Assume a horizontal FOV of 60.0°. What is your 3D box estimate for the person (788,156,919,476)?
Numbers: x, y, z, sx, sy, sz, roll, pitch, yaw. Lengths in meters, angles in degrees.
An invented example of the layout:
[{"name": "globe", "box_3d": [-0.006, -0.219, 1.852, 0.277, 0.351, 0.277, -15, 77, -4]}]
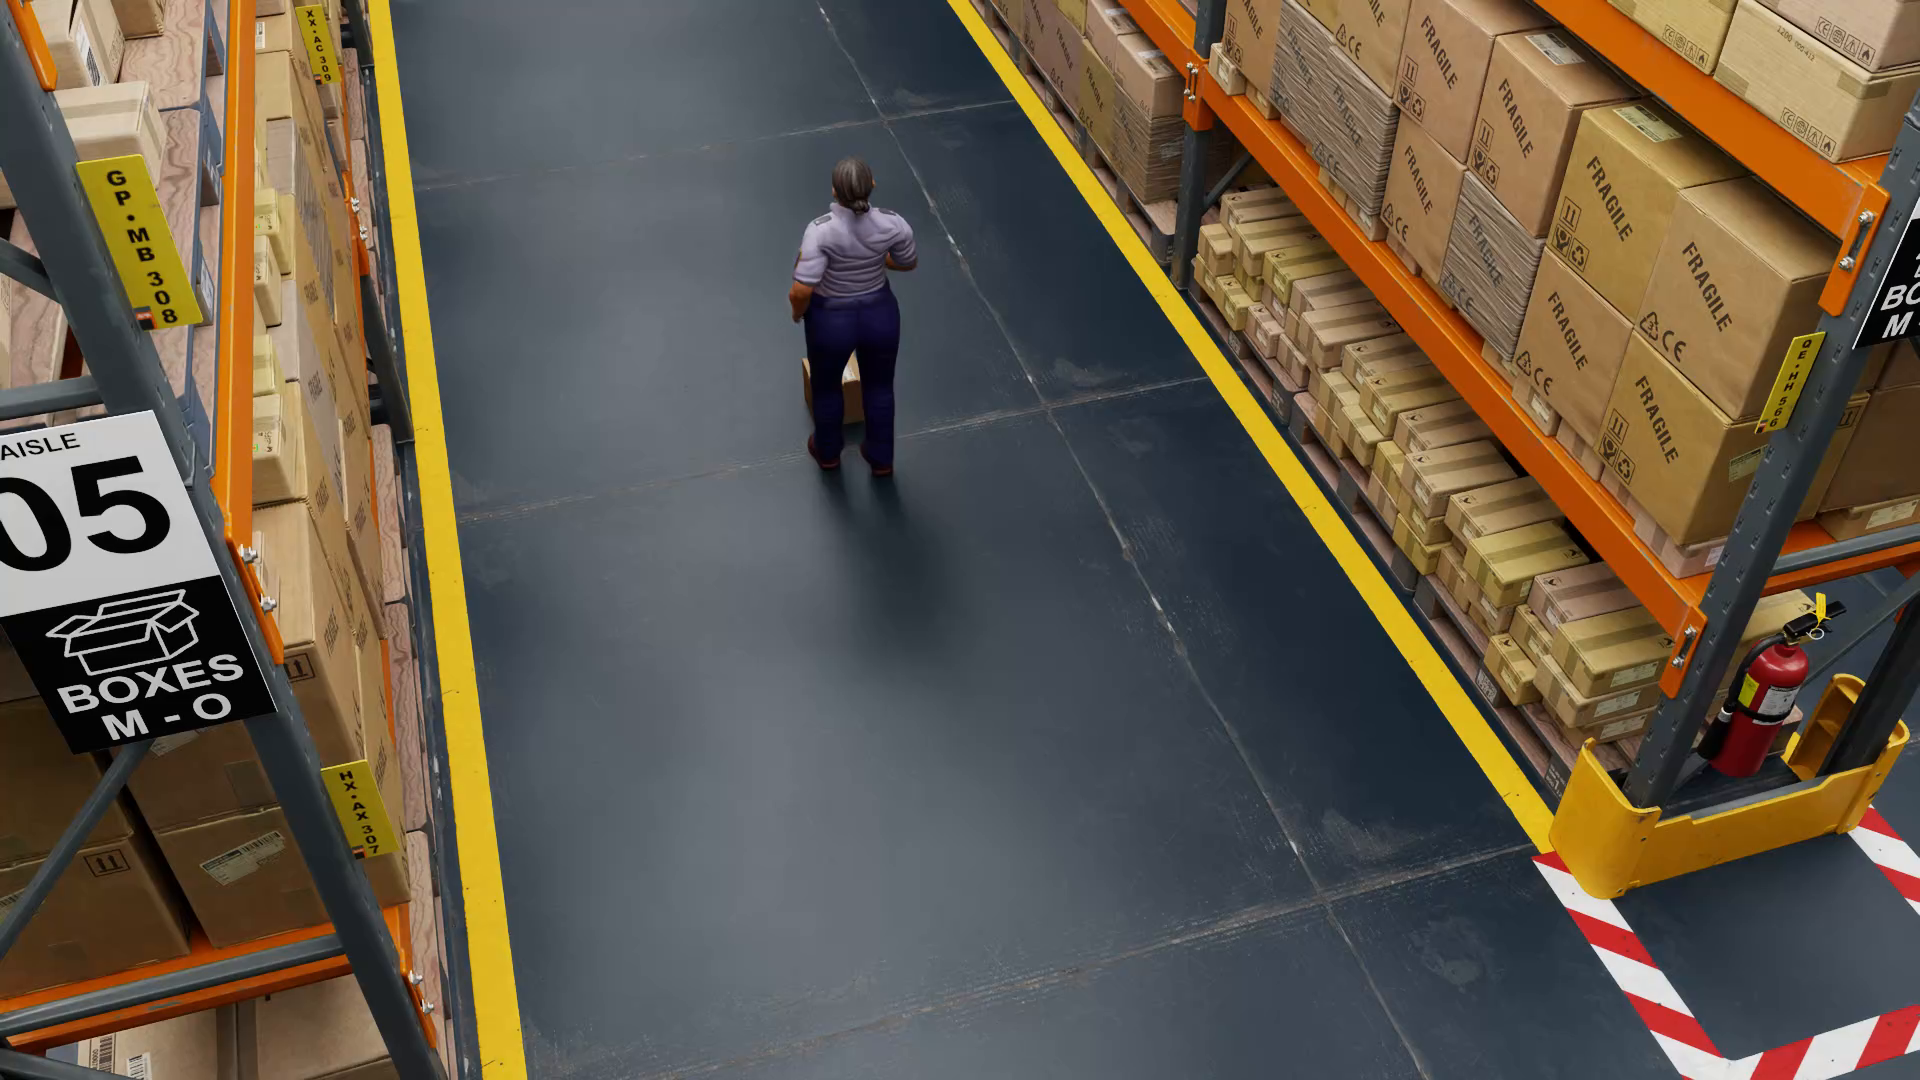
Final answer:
[{"name": "person", "box_3d": [-0.483, -0.976, 7.242, 0.595, 1.662, 0.542, -12, 44, -12]}]
